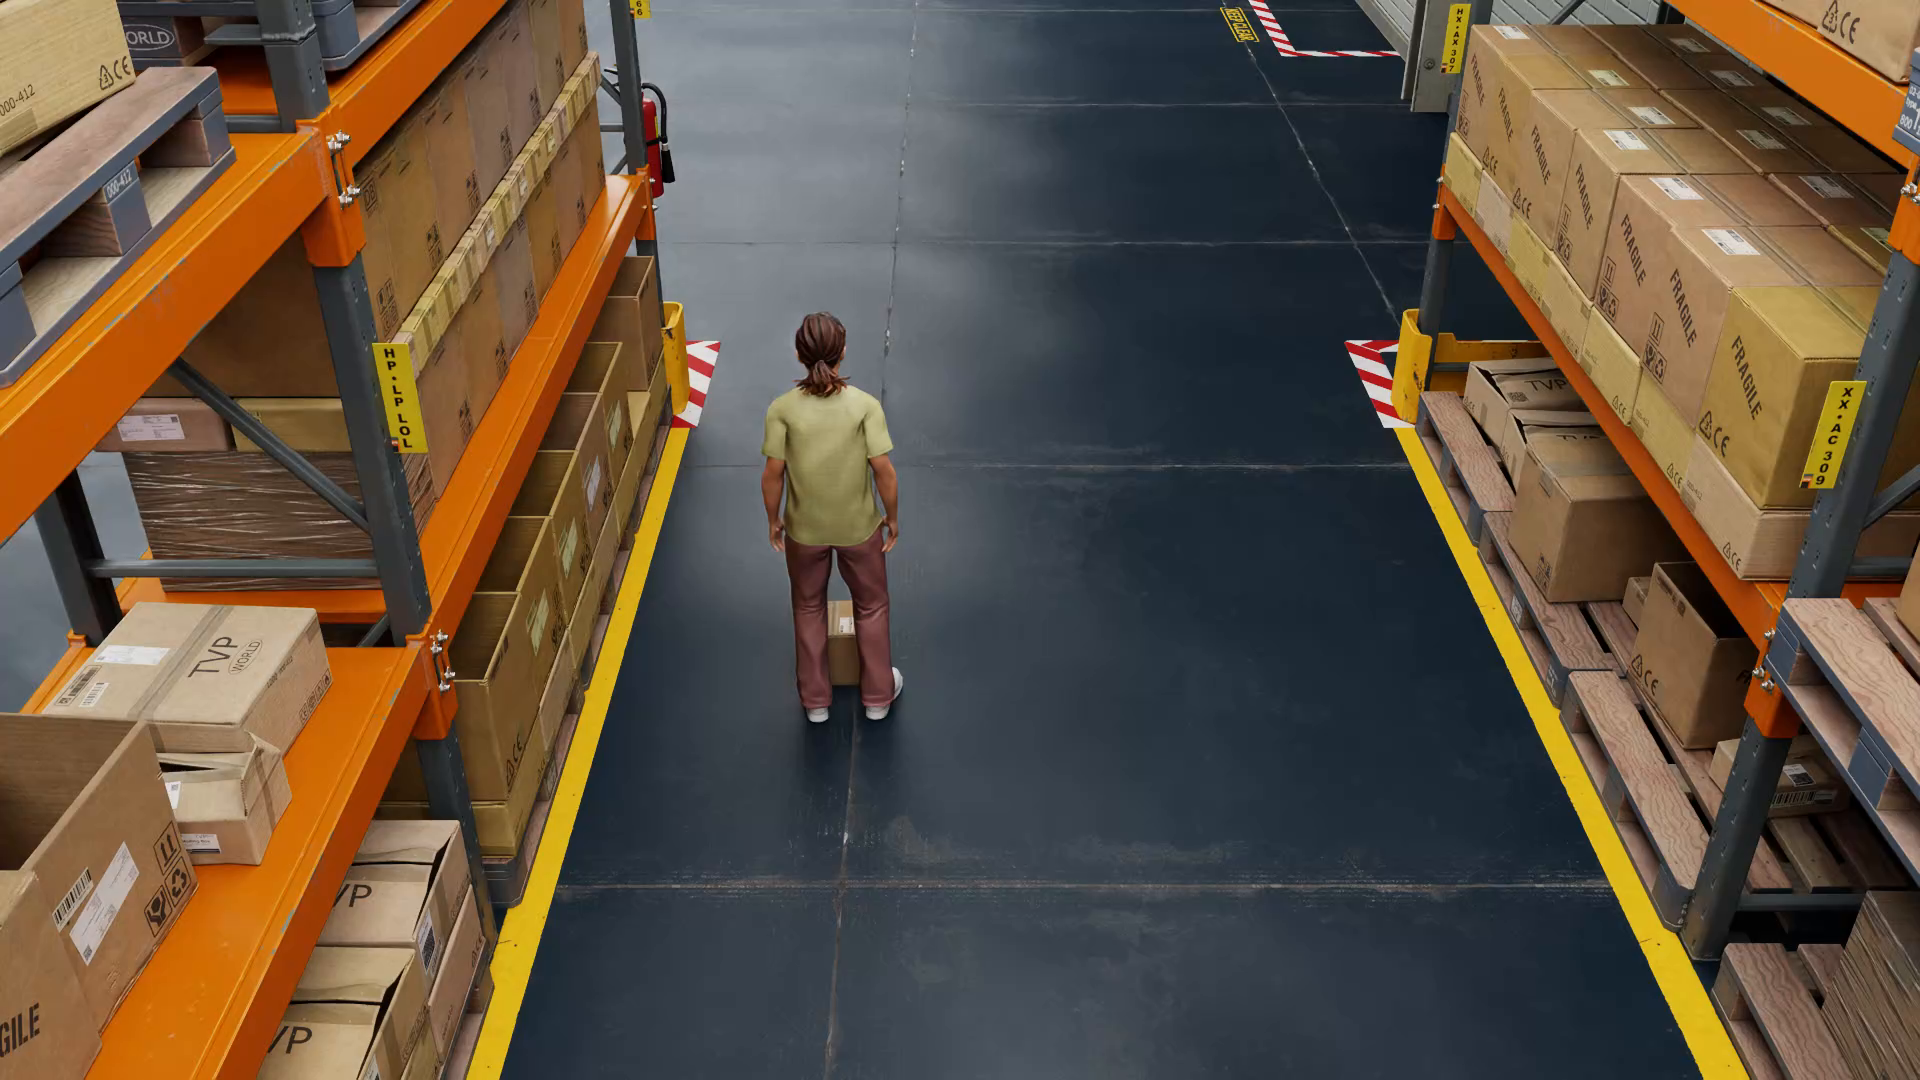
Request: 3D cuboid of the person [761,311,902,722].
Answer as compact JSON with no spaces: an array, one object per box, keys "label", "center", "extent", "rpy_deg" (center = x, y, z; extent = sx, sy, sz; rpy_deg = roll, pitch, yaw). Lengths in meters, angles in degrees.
[{"label":"person","center":[-0.476,-0.053,6.223],"extent":[0.496,1.672,0.362],"rpy_deg":[-1,32,-1]}]
